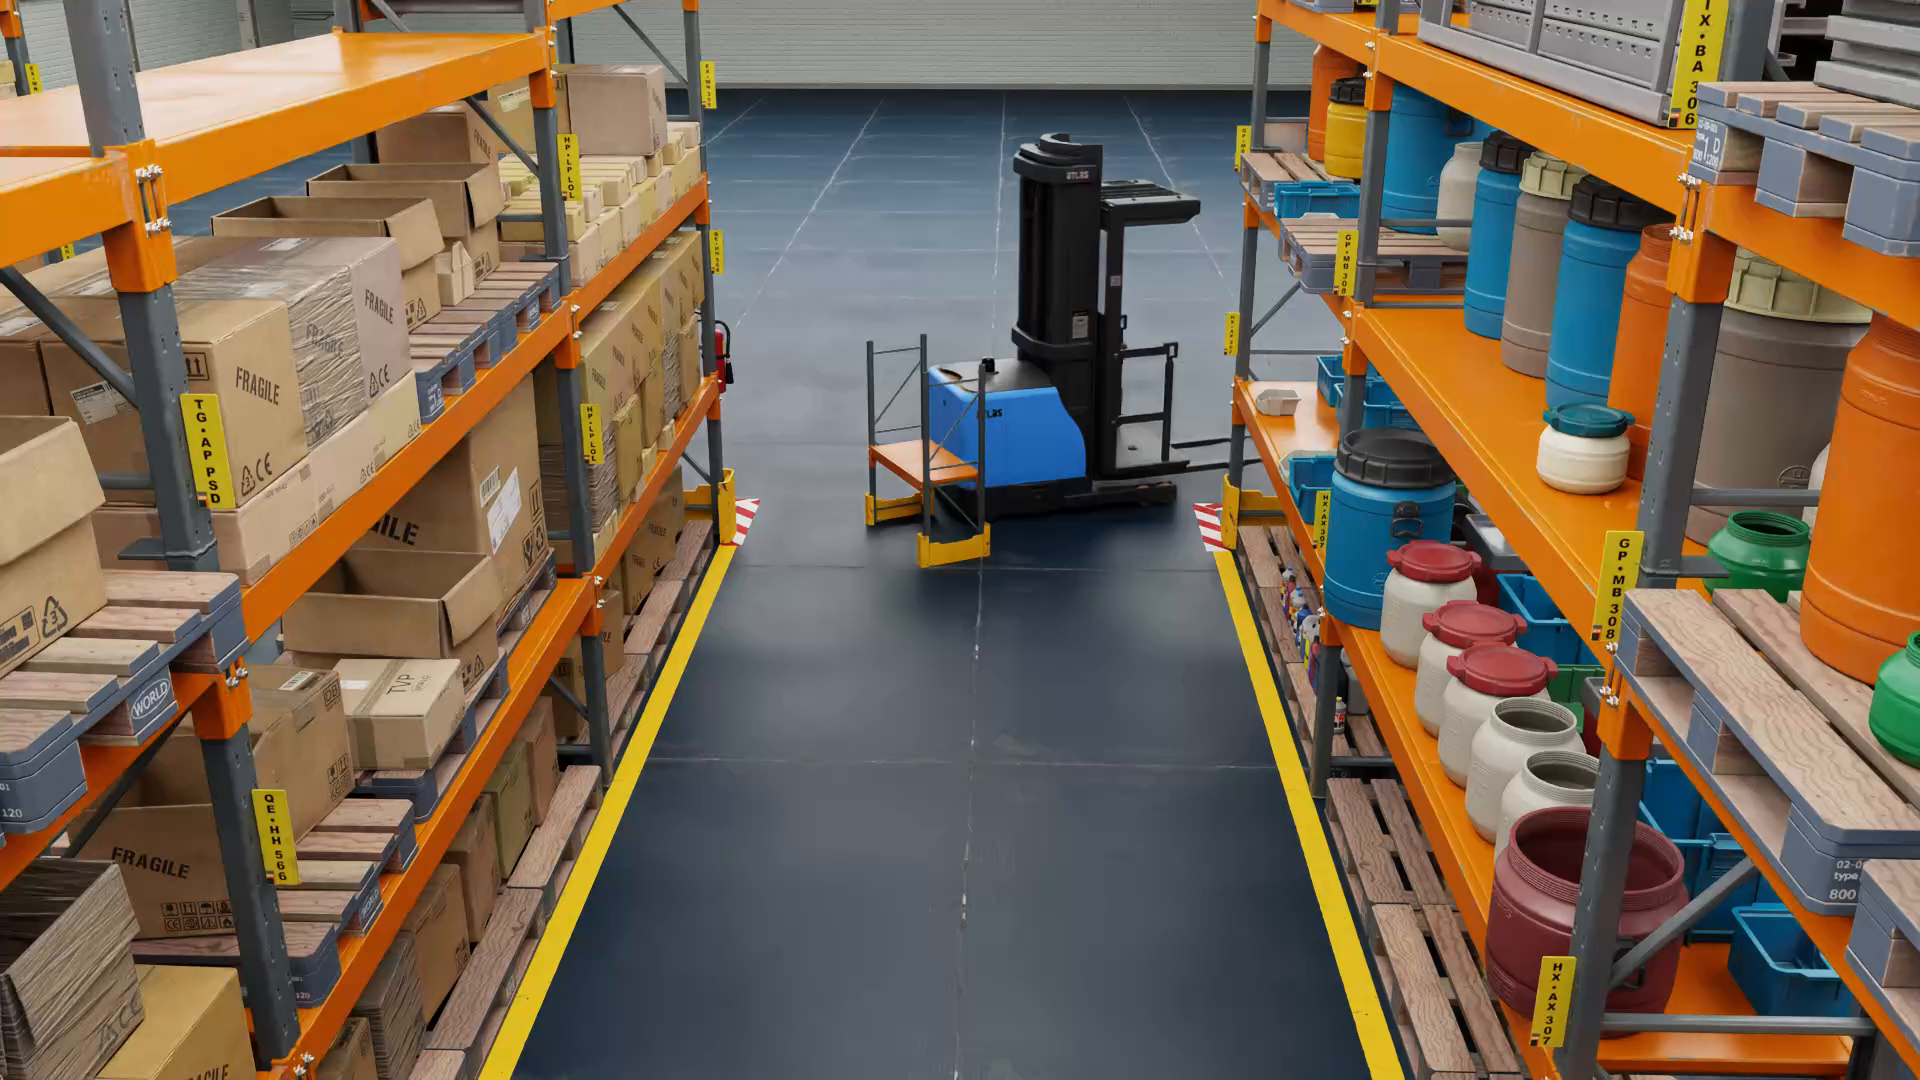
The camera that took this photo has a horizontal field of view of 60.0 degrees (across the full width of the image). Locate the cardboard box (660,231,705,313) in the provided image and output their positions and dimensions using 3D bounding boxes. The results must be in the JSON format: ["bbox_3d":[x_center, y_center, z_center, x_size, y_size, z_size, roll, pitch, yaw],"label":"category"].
[{"bbox_3d":[-2.129,-1.915,11.887,0.500,0.500,0.500,1,21,2],"label":"cardboard box"}]

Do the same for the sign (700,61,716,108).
[{"bbox_3d":[-1.806,-3.263,11.922,0.100,0.325,0.005,1,21,2],"label":"sign"}]

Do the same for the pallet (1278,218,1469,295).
[{"bbox_3d":[2.394,-1.537,8.958,1.213,0.211,1.003,1,21,2],"label":"pallet"}]

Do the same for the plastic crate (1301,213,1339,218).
[{"bbox_3d":[2.114,-1.825,9.803,0.243,0.136,0.396,1,21,2],"label":"plastic crate"}]

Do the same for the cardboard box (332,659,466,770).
[{"bbox_3d":[-2.322,0.698,6.711,0.500,0.250,0.500,0,21,0],"label":"cardboard box"}]

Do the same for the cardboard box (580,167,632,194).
[{"bbox_3d":[-2.161,-2.120,9.854,0.380,0.149,0.250,0,21,1],"label":"cardboard box"}]

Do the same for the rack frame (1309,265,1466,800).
[{"bbox_3d":[2.469,0.035,8.791,1.000,3.000,0.127,1,21,2],"label":"rack frame"}]

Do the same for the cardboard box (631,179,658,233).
[{"bbox_3d":[-2.167,-2.069,10.276,0.500,0.250,0.500,0,21,1],"label":"cardboard box"}]

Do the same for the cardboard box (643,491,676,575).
[{"bbox_3d":[-2.379,-0.054,11.896,0.500,0.500,0.500,6,22,16],"label":"cardboard box"}]

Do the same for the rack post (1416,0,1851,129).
[{"bbox_3d":[2.495,-2.142,5.832,1.013,1.000,3.121,1,21,2],"label":"rack post"}]

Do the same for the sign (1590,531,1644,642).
[{"bbox_3d":[1.798,0.128,4.549,0.100,0.325,0.005,1,21,2],"label":"sign"}]

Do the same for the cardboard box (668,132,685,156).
[{"bbox_3d":[-2.080,-2.683,11.306,0.380,0.149,0.250,0,21,-1],"label":"cardboard box"}]

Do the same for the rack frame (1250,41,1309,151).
[{"bbox_3d":[2.591,-4.208,11.433,1.000,3.000,0.127,1,21,2],"label":"rack frame"}]

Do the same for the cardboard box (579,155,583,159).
[{"bbox_3d":[-2.679,-2.512,10.866,0.380,0.149,0.250,1,21,1],"label":"cardboard box"}]

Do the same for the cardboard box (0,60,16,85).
[{"bbox_3d":[-6.985,-3.326,11.835,0.380,0.149,0.250,1,21,2],"label":"cardboard box"}]

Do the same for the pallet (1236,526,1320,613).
[{"bbox_3d":[2.606,0.211,12.194,1.003,0.211,1.213,1,21,2],"label":"pallet"}]

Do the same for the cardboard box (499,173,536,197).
[{"bbox_3d":[-2.675,-2.034,9.634,0.380,0.149,0.250,1,21,4],"label":"cardboard box"}]

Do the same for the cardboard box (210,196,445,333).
[{"bbox_3d":[-2.622,-1.152,6.981,0.797,0.503,0.637,1,21,4],"label":"cardboard box"}]

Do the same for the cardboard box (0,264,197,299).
[{"bbox_3d":[-2.834,-0.612,5.483,0.500,0.500,0.500,1,21,1],"label":"cardboard box"}]

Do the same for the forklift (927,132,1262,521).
[{"bbox_3d":[1.282,-1.824,13.677,3.031,2.935,1.130,-7,22,-18],"label":"forklift"}]

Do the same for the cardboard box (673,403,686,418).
[{"bbox_3d":[-2.149,-0.971,11.733,0.380,0.149,0.250,1,21,2],"label":"cardboard box"}]

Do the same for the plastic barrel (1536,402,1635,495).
[{"bbox_3d":[2.153,-0.315,5.738,0.301,0.262,0.301,0,21,0],"label":"plastic barrel"}]

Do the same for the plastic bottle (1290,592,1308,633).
[{"bbox_3d":[2.211,0.468,10.839,0.097,0.271,0.097,0,21,0],"label":"plastic bottle"}]

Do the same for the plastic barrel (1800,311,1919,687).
[{"bbox_3d":[2.327,-0.108,3.839,0.600,0.830,0.708,1,21,2],"label":"plastic barrel"}]

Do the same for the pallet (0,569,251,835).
[{"bbox_3d":[-2.570,0.350,4.094,1.213,0.211,1.003,2,21,4],"label":"pallet"}]

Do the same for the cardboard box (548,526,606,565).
[{"bbox_3d":[-2.174,0.024,9.169,0.380,0.149,0.250,1,21,2],"label":"cardboard box"}]

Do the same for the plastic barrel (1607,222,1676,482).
[{"bbox_3d":[2.609,-0.648,5.812,0.600,0.830,0.708,1,21,2],"label":"plastic barrel"}]

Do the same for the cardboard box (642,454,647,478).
[{"bbox_3d":[-2.161,-0.429,10.334,0.380,0.149,0.250,1,21,2],"label":"cardboard box"}]

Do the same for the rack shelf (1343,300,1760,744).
[{"bbox_3d":[2.408,-0.305,6.515,1.077,0.370,4.000,1,21,2],"label":"rack shelf"}]

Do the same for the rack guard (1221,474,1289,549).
[{"bbox_3d":[2.636,-0.218,12.899,1.175,0.500,0.348,1,21,2],"label":"rack guard"}]

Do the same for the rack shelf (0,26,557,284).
[{"bbox_3d":[-2.542,-1.571,6.185,1.077,0.370,4.000,1,21,2],"label":"rack shelf"}]

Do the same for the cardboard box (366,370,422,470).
[{"bbox_3d":[-2.312,-0.440,6.077,0.500,0.250,0.500,1,21,3],"label":"cardboard box"}]

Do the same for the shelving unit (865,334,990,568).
[{"bbox_3d":[-0.264,-0.710,12.786,0.587,1.500,1.083,-10,23,-24],"label":"shelving unit"}]

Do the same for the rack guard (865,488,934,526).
[{"bbox_3d":[-0.483,-0.289,13.429,0.587,0.250,0.087,-10,23,-24],"label":"rack guard"}]

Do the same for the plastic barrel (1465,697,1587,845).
[{"bbox_3d":[2.178,0.903,6.401,0.421,0.512,0.421,0,21,0],"label":"plastic barrel"}]

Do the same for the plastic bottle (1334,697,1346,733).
[{"bbox_3d":[2.169,1.000,9.565,0.097,0.201,0.097,0,21,0],"label":"plastic bottle"}]

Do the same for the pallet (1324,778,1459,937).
[{"bbox_3d":[2.484,1.620,8.563,1.003,0.211,1.213,1,21,2],"label":"pallet"}]

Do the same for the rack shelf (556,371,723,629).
[{"bbox_3d":[-2.421,-0.407,10.925,1.077,0.370,4.000,1,21,2],"label":"rack shelf"}]

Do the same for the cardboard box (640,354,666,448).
[{"bbox_3d":[-2.384,-0.909,10.676,0.875,0.500,0.500,1,21,2],"label":"cardboard box"}]

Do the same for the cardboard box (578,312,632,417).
[{"bbox_3d":[-2.200,-1.011,9.557,0.500,0.500,0.500,1,21,2],"label":"cardboard box"}]

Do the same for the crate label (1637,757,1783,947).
[{"bbox_3d":[2.648,1.109,5.975,0.502,0.435,0.616,1,21,2],"label":"crate label"}]

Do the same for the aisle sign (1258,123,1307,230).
[{"bbox_3d":[2.300,-2.652,12.124,0.394,0.787,0.004,1,21,2],"label":"aisle sign"}]

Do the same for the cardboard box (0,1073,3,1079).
[{"bbox_3d":[-2.664,1.413,3.717,0.797,0.503,0.637,1,21,3],"label":"cardboard box"}]

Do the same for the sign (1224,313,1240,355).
[{"bbox_3d":[2.041,-1.548,12.488,0.100,0.325,0.005,1,21,2],"label":"sign"}]

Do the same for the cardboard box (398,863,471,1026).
[{"bbox_3d":[-2.588,1.739,7.247,0.700,0.500,0.500,2,21,6],"label":"cardboard box"}]

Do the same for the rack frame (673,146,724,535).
[{"bbox_3d":[-2.360,-1.465,12.659,1.000,3.000,0.127,1,21,2],"label":"rack frame"}]

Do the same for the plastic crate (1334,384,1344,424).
[{"bbox_3d":[2.849,-0.923,11.466,0.499,0.251,0.408,1,21,2],"label":"plastic crate"}]

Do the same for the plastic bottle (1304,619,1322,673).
[{"bbox_3d":[2.216,0.643,10.279,0.144,0.351,0.185,1,21,1],"label":"plastic bottle"}]

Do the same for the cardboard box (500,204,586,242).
[{"bbox_3d":[-2.163,-1.648,8.638,0.380,0.149,0.250,0,21,0],"label":"cardboard box"}]

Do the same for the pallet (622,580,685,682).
[{"bbox_3d":[-2.462,0.595,11.203,1.003,0.211,1.213,1,21,2],"label":"pallet"}]

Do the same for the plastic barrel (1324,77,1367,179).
[{"bbox_3d":[2.683,-2.679,10.800,0.600,0.588,0.600,0,21,0],"label":"plastic barrel"}]
